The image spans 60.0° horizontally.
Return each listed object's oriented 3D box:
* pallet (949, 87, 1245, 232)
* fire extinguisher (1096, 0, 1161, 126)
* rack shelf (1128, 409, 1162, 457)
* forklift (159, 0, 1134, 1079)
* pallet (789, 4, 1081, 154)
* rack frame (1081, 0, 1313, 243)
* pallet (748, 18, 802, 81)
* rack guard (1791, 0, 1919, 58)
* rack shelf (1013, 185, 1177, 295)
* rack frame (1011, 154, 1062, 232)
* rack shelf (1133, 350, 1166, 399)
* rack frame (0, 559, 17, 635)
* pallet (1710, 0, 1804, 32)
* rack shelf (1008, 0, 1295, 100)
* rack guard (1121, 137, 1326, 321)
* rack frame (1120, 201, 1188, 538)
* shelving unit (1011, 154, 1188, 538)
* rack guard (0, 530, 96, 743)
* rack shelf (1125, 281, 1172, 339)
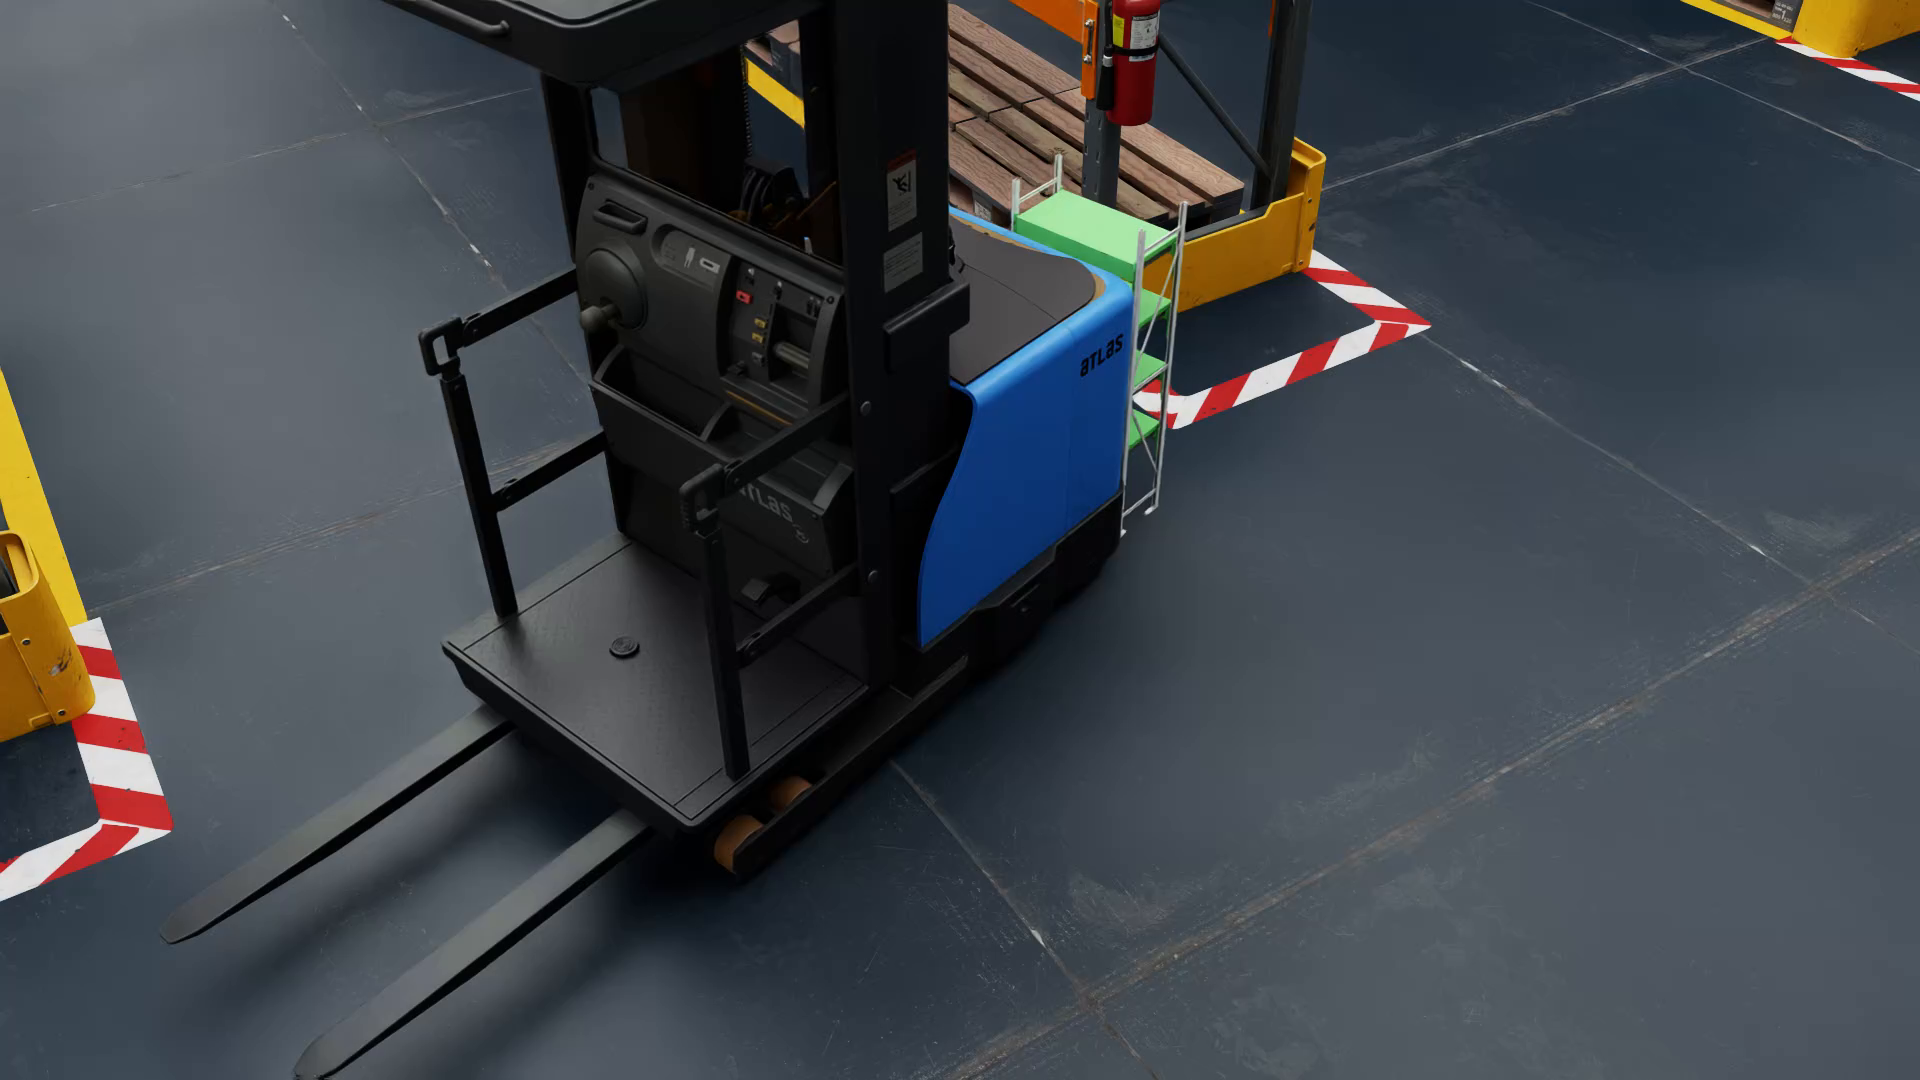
[{"bbox_3d":[0.517,-1.626,7.536,1.003,0.211,1.213,-22,45,-24],"label":"pallet"},{"bbox_3d":[0.625,-1.828,5.952,0.296,0.674,0.183,-22,45,-24],"label":"fire extinguisher"},{"bbox_3d":[0.432,-0.391,5.757,0.480,0.148,0.258,29,48,30],"label":"rack shelf"},{"bbox_3d":[-0.797,-0.561,4.134,1.130,2.935,3.031,29,48,30],"label":"forklift"},{"bbox_3d":[-0.135,-2.284,8.325,1.003,0.211,1.213,-22,45,-24],"label":"pallet"},{"bbox_3d":[0.927,-2.238,6.093,1.000,3.000,0.127,-22,45,-24],"label":"rack frame"},{"bbox_3d":[-0.795,-2.943,9.117,1.003,0.211,1.213,-22,45,-24],"label":"pallet"},{"bbox_3d":[5.065,-3.022,8.986,1.175,0.500,0.348,-22,45,-24],"label":"rack guard"},{"bbox_3d":[0.433,-0.945,5.296,0.480,0.148,0.258,29,48,30],"label":"rack shelf"},{"bbox_3d":[0.247,-0.726,5.684,0.015,1.200,0.240,29,48,30],"label":"rack frame"},{"bbox_3d":[0.432,-0.576,5.603,0.480,0.148,0.258,29,48,30],"label":"rack shelf"},{"bbox_3d":[-3.249,-0.534,4.047,1.000,3.000,0.127,-22,45,-24],"label":"rack frame"},{"bbox_3d":[4.635,-3.341,9.595,1.003,0.211,1.213,-22,45,-24],"label":"pallet"},{"bbox_3d":[-0.148,-3.042,7.619,1.077,0.370,4.000,-22,45,-24],"label":"rack shelf"},{"bbox_3d":[0.951,-1.270,6.883,1.175,0.500,0.348,-22,45,-24],"label":"rack guard"},{"bbox_3d":[0.618,-0.523,5.441,0.015,1.200,0.240,29,48,30],"label":"rack frame"},{"bbox_3d":[0.432,-0.625,5.562,0.503,1.200,0.258,29,48,30],"label":"shelving unit"},{"bbox_3d":[-3.236,0.440,4.832,1.175,0.500,0.348,-22,45,-24],"label":"rack guard"},{"bbox_3d":[0.433,-0.760,5.450,0.480,0.148,0.258,29,48,30],"label":"rack shelf"}]
